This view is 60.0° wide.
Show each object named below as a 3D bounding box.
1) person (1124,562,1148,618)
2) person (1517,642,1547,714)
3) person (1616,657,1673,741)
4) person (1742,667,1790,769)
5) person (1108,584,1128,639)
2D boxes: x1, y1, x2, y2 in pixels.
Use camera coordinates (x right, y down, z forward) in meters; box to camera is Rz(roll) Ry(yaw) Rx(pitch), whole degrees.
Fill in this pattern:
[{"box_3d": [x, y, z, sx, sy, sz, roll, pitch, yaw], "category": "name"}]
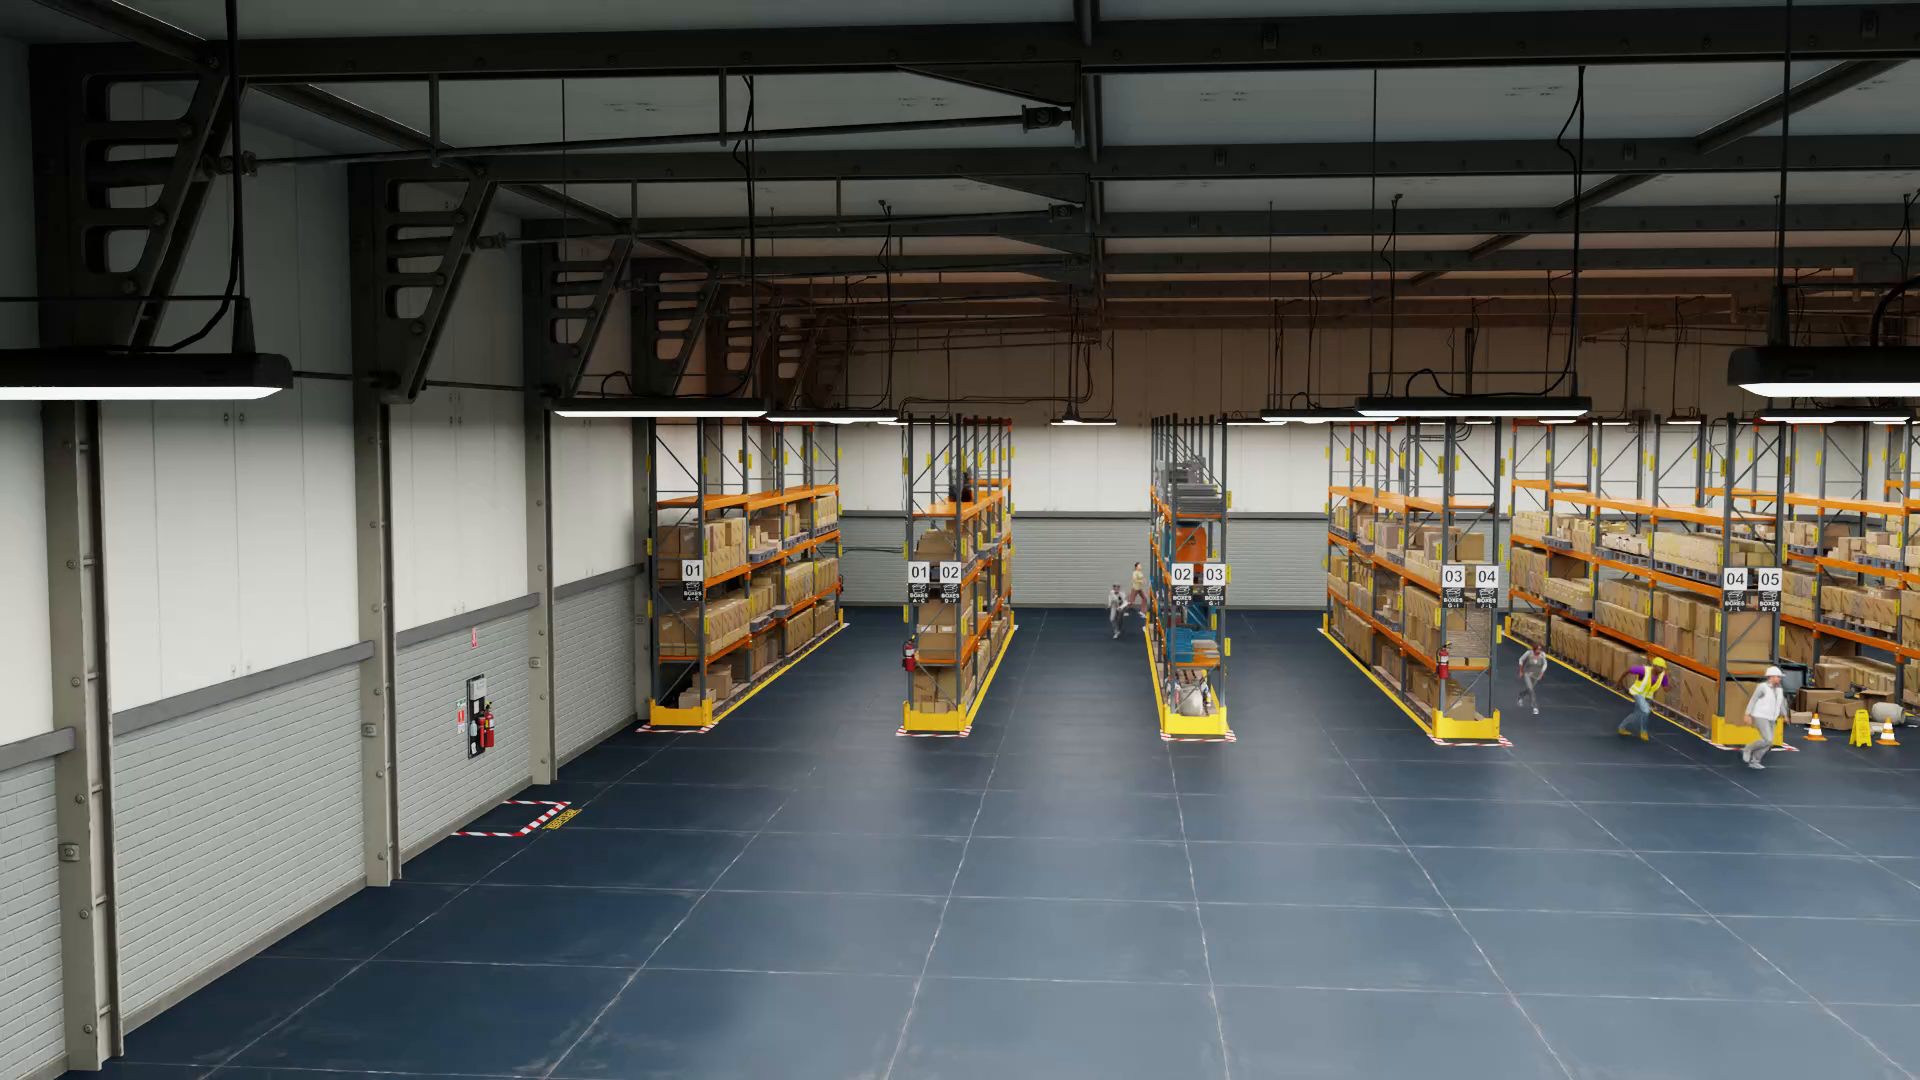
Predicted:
[{"box_3d": [5.289, 1.516, 50.206, 0.868, 1.710, 0.596, 2, 4, 30], "category": "person"}, {"box_3d": [11.498, 2.737, 33.525, 0.529, 1.448, 0.978, 0, 4, 1], "category": "person"}, {"box_3d": [12.518, 2.874, 30.436, 0.715, 1.553, 1.111, -1, 4, -17], "category": "person"}, {"box_3d": [13.528, 2.979, 27.877, 0.653, 1.730, 0.571, -2, 4, -27], "category": "person"}, {"box_3d": [4.330, 1.917, 45.314, 0.626, 1.493, 1.011, 1, 4, 19], "category": "person"}]
